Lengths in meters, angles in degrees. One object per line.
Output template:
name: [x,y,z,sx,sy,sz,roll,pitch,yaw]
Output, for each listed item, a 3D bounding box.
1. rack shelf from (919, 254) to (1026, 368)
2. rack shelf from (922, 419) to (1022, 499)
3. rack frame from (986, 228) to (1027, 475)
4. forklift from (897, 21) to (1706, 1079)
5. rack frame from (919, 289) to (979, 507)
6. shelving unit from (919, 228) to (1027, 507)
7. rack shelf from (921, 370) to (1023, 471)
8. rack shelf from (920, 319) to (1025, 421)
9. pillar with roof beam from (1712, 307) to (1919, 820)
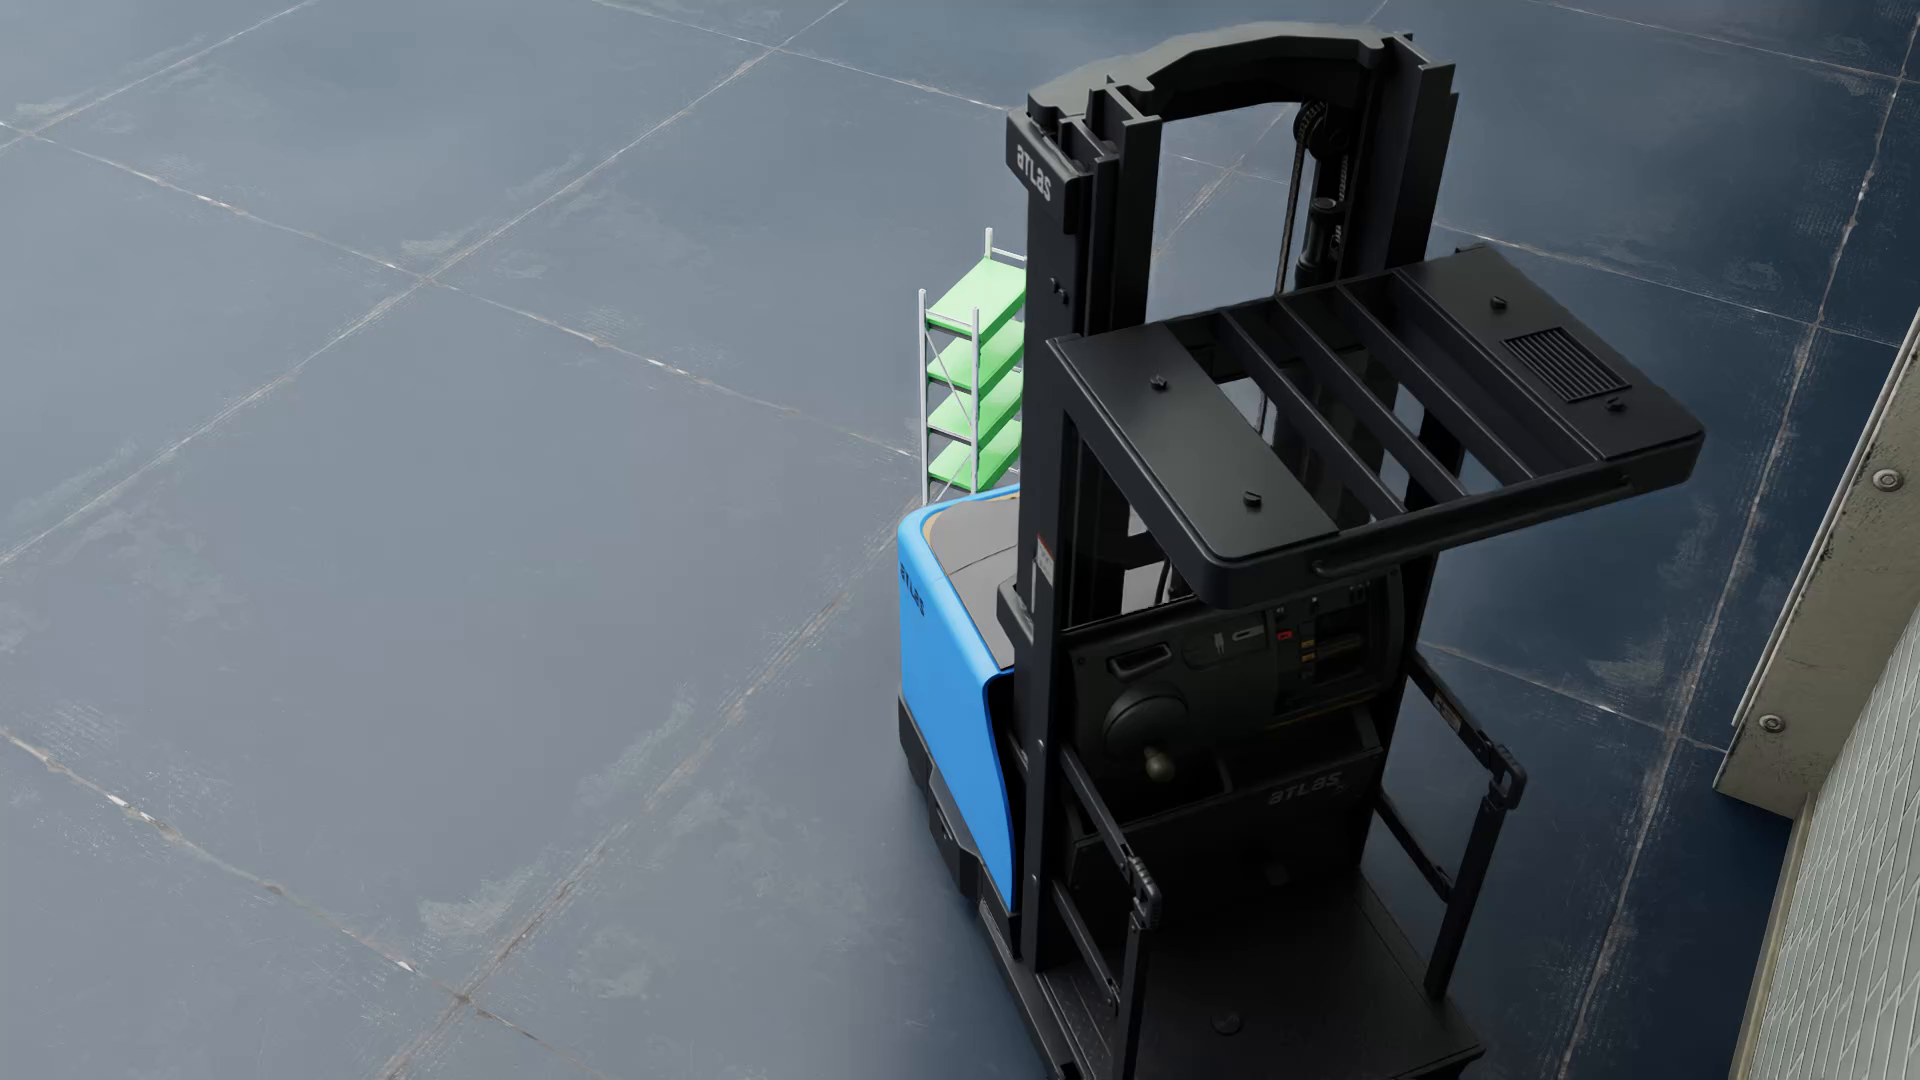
rack shelf: [0.083,-0.857,6.186,0.258,0.148,0.480,21,45,22]
rack shelf: [0.083,-0.317,6.662,0.258,0.148,0.480,21,45,22]
rack frame: [0.205,-0.685,6.620,0.240,1.200,0.015,21,45,22]
forklift: [0.792,0.413,4.063,1.130,2.935,3.031,-14,43,-16]
rack frame: [-0.039,-0.405,6.302,0.240,1.200,0.015,21,45,22]
shelving unit: [0.083,-0.545,6.461,0.258,1.200,0.503,21,45,22]
rack shelf: [0.083,-0.497,6.503,0.258,0.148,0.480,21,45,22]
rack shelf: [0.083,-0.677,6.345,0.258,0.148,0.480,21,45,22]
pillar with roof beam: [-0.885,-4.000,4.483,9.100,9.000,0.400,21,45,22]
